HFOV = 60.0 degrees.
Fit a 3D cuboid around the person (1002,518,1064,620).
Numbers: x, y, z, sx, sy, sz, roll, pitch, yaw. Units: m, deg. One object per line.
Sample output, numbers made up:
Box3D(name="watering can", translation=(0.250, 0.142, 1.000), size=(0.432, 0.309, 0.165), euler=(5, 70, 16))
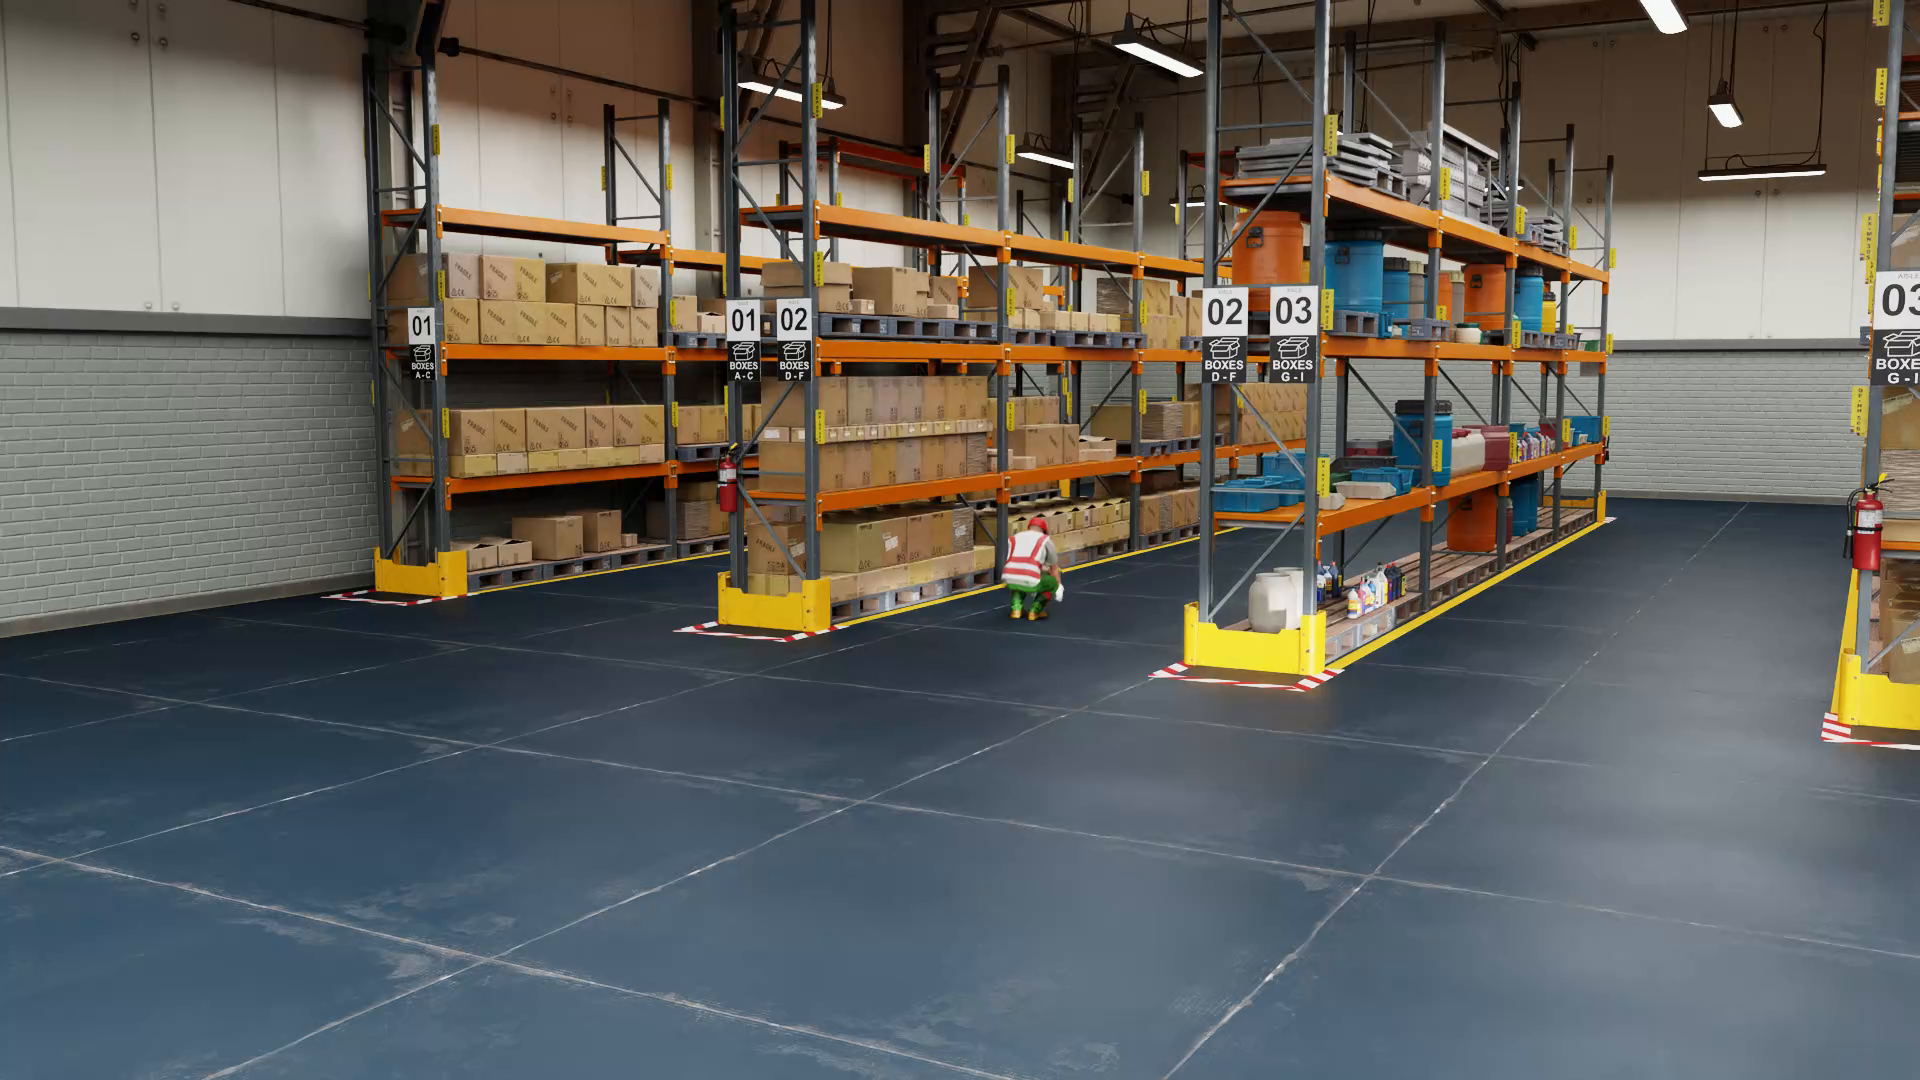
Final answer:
Box3D(name="person", translation=(0.731, 0.288, 17.076), size=(0.553, 0.998, 0.885), euler=(3, 7, 28))
